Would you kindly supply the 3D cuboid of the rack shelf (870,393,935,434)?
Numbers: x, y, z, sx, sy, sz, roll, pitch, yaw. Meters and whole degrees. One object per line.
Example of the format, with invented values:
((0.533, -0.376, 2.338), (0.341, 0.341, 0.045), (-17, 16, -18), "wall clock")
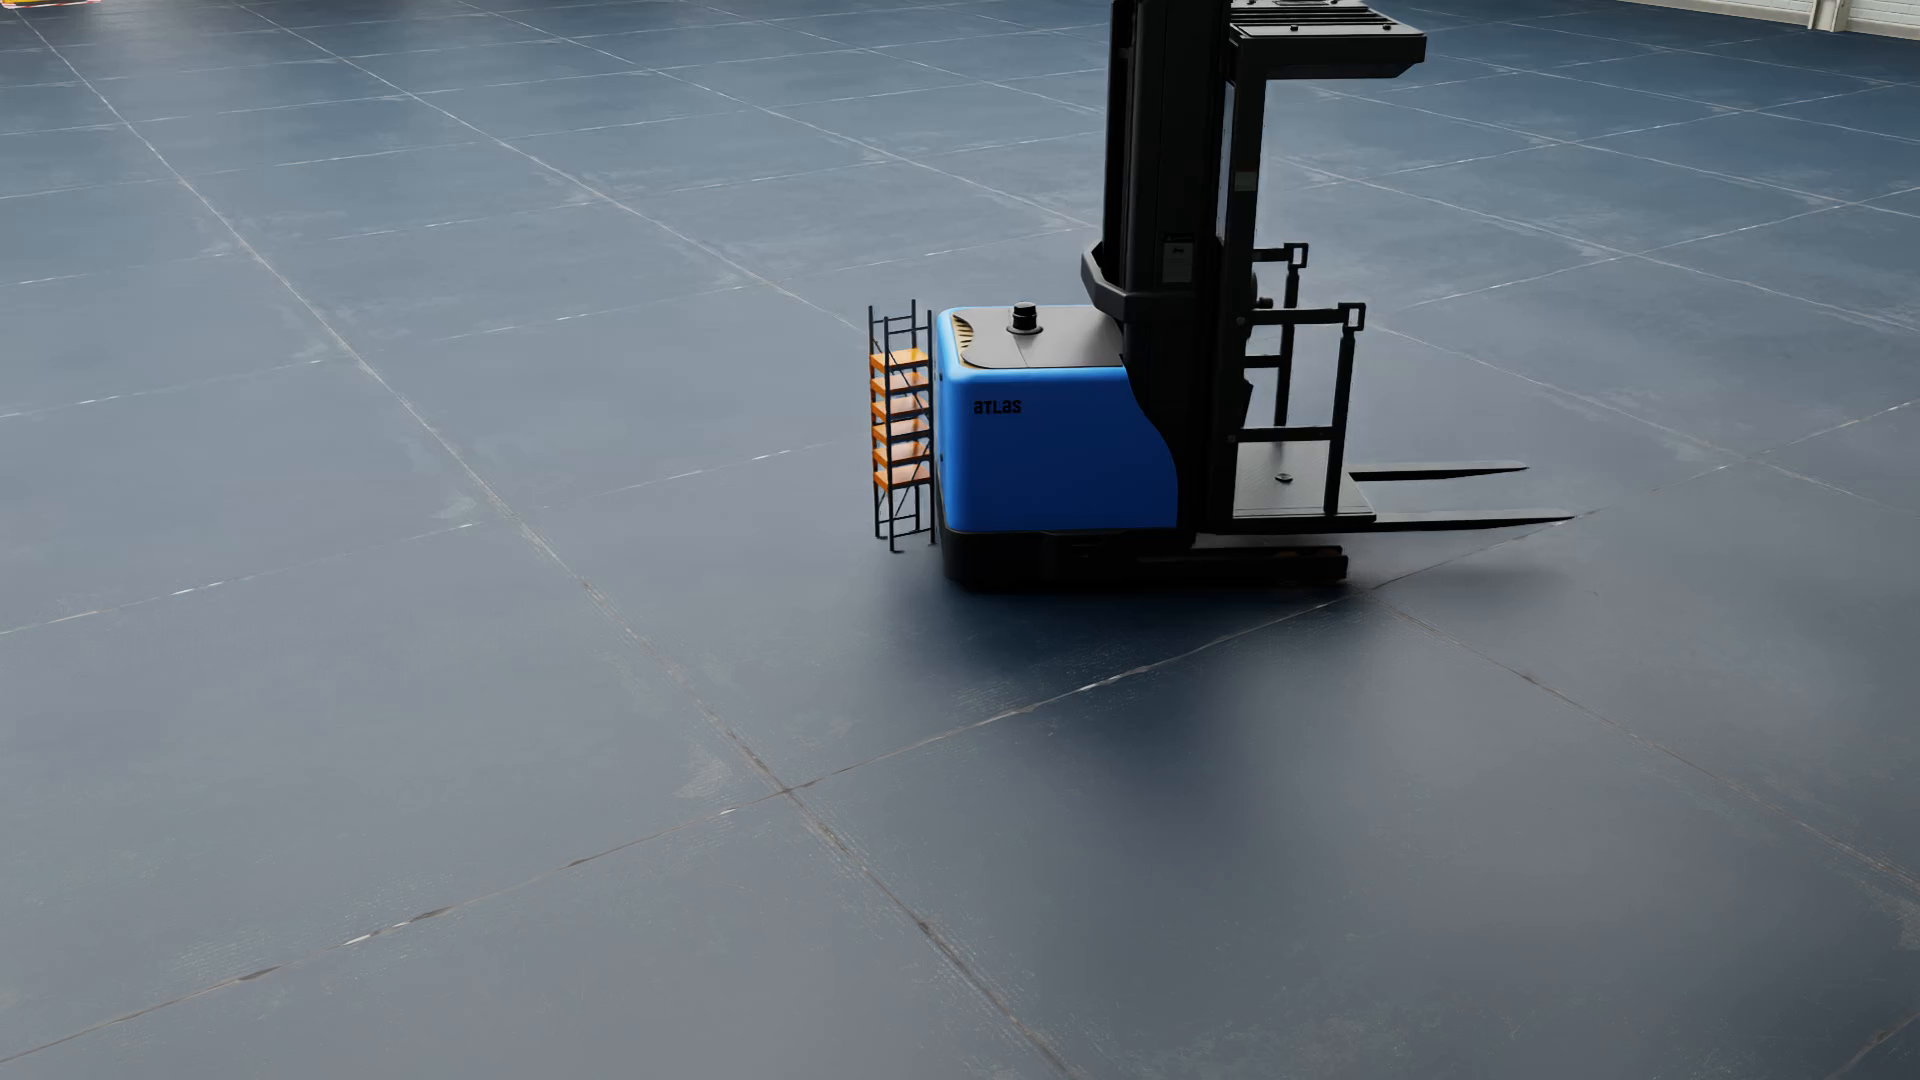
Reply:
((-0.276, -0.605, 7.946), (0.258, 0.103, 0.180), (-12, 28, -23), "rack shelf")

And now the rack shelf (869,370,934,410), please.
((-0.276, -0.713, 7.895), (0.258, 0.103, 0.180), (-12, 28, -23), "rack shelf")

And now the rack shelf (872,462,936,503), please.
((-0.273, -0.280, 8.101), (0.258, 0.103, 0.180), (-12, 28, -23), "rack shelf")

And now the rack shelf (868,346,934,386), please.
((-0.277, -0.822, 7.843), (0.258, 0.103, 0.180), (-12, 28, -23), "rack shelf")

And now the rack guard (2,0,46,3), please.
((-14.596, -8.844, 26.398), (1.175, 0.500, 0.348), (-16, 29, -30), "rack guard")

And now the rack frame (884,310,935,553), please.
((-0.236, -0.501, 7.904), (0.240, 1.200, 0.006), (-12, 28, -23), "rack frame")

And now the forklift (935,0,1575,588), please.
((1.415, -1.335, 7.645), (3.031, 2.935, 1.130), (-2, 25, -3), "forklift")

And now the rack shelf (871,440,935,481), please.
((-0.274, -0.388, 8.050), (0.258, 0.103, 0.180), (-12, 28, -23), "rack shelf")

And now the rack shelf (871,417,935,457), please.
((-0.275, -0.496, 7.998), (0.258, 0.103, 0.180), (-12, 28, -23), "rack shelf")

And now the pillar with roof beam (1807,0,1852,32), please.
((8.689, -10.310, 19.549), (9.100, 9.000, 0.400), (-16, 29, -30), "pillar with roof beam")

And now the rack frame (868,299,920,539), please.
((-0.315, -0.572, 8.054), (0.240, 1.200, 0.006), (-12, 28, -23), "rack frame")

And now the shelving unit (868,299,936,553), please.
((-0.275, -0.537, 7.979), (0.258, 1.200, 0.189), (-12, 28, -23), "shelving unit")
